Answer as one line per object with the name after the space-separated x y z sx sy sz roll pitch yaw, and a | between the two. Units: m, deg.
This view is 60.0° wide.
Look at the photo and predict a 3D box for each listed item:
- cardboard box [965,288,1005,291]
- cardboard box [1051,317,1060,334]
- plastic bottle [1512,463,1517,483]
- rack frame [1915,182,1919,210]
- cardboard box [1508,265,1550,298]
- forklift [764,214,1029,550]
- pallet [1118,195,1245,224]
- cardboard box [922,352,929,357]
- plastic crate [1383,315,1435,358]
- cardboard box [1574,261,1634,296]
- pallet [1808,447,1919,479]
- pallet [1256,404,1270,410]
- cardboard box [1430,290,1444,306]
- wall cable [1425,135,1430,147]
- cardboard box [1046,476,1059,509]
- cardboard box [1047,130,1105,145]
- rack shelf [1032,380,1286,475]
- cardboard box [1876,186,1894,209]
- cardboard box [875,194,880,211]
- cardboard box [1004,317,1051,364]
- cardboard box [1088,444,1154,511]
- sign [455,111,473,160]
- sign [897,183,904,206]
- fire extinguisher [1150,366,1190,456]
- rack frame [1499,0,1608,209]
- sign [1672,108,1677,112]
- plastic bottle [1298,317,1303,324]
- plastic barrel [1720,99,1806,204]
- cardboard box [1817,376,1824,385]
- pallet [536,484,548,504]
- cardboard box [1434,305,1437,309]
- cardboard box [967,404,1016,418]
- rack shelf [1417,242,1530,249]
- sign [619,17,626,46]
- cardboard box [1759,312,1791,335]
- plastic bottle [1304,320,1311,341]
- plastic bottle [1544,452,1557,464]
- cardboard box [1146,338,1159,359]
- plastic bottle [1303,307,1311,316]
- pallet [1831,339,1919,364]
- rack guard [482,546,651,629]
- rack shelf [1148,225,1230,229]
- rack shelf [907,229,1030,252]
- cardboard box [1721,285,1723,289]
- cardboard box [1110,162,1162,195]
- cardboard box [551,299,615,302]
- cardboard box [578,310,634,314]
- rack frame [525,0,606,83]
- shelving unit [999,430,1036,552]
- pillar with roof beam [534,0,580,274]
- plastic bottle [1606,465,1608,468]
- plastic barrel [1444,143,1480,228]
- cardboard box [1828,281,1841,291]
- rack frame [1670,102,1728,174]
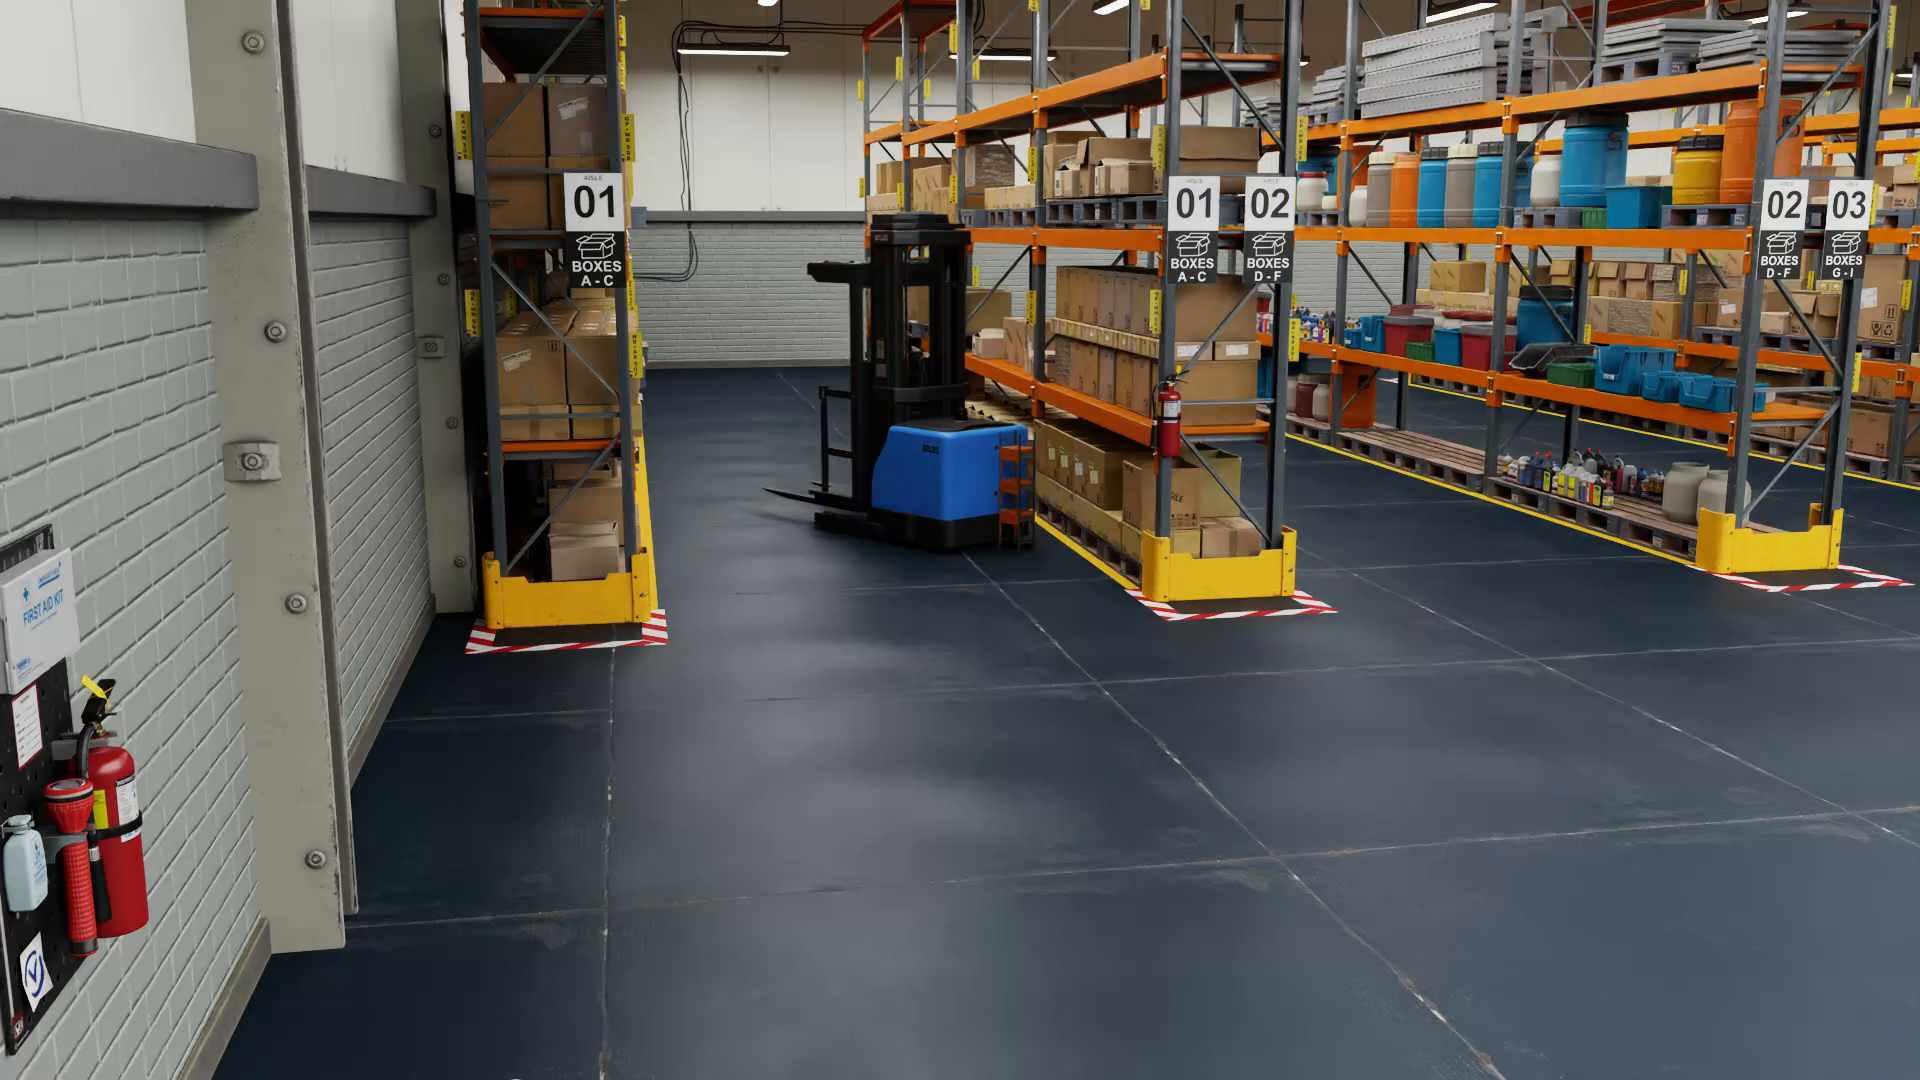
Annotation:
0.235 -3.063 21.931 0.700 0.500 0.500 0 11 0 | cardboard box
1.099 -2.099 16.256 0.380 0.149 0.250 -2 11 -11 | cardboard box
5.768 -0.697 17.198 0.097 0.201 0.097 0 11 0 | plastic bottle
10.955 -5.095 17.950 1.000 3.000 0.127 -2 11 -11 | rack frame
9.047 -4.130 26.528 0.500 0.500 0.500 -2 11 -9 | cardboard box
-0.728 -1.569 15.656 1.130 2.935 3.031 -9 14 -41 | forklift
1.903 -2.615 13.181 1.003 0.211 1.213 -2 11 -11 | pallet
-0.750 -2.886 27.901 0.500 0.500 0.500 -2 11 -11 | cardboard box
5.333 -2.425 19.797 0.402 0.464 0.583 -2 11 -11 | plastic crate
9.653 -3.914 24.839 0.797 0.503 0.637 -2 11 -10 | cardboard box
10.802 -0.920 19.522 1.003 0.211 1.213 -2 11 -11 | pallet
4.650 -1.922 24.783 1.003 0.211 1.213 -2 11 -11 | pallet
8.557 -4.228 29.047 0.500 0.250 0.500 -2 11 -12 | cardboard box
10.902 -10.038 35.320 2.277 5.999 0.120 -2 11 -11 | wall cable
1.122 -0.456 15.852 0.500 0.250 0.500 -2 11 -11 | cardboard box
1.156 -3.877 16.848 0.500 0.500 0.500 -2 11 -10 | cardboard box
1.626 -1.068 14.762 1.077 0.370 4.000 -2 11 -11 | rack shelf
10.674 -3.930 19.091 0.396 0.266 0.258 -2 11 -9 | cardboard box
-1.059 -5.347 26.363 0.500 0.250 0.500 -2 11 -11 | cardboard box
0.801 -2.264 18.853 0.500 0.500 0.500 -3 11 -14 | cardboard box
1.410 -0.549 14.336 0.500 0.500 0.500 -2 11 -11 | cardboard box
-3.392 -2.766 11.367 0.100 0.325 0.005 -2 11 -11 | sign
-0.850 -4.962 23.891 0.100 0.325 0.005 -2 11 -11 | sign
1.582 -0.978 12.572 0.296 0.674 0.183 -2 11 -11 | fire extinguisher
6.096 -4.915 17.004 1.000 3.000 0.127 -2 11 -11 | rack frame
12.974 -7.935 30.165 0.100 0.325 0.005 -2 11 -11 | sign
4.704 -2.951 23.045 0.061 0.283 0.133 -2 11 -11 | plastic bottle
6.655 -3.209 13.794 0.600 0.830 0.708 -2 11 -11 | plastic barrel
14.528 -2.661 27.710 0.380 0.149 0.250 -3 11 -13 | cardboard box
-3.774 -0.380 16.682 1.003 0.211 1.213 -2 11 -11 | pallet
8.468 -4.054 29.199 0.380 0.149 0.250 -2 11 -12 | cardboard box
0.383 -1.450 19.576 0.500 0.311 0.500 -2 11 -12 | cardboard box
9.010 -5.102 27.934 1.077 0.370 4.000 -2 11 -11 | rack shelf
-3.869 -5.807 18.984 0.100 0.325 0.005 -2 11 -11 | sign
10.277 -2.698 20.681 0.500 0.250 0.500 -2 11 -13 | cardboard box
4.696 -2.832 22.452 0.097 0.271 0.097 0 11 0 | plastic bottle
5.988 -0.724 16.942 0.144 0.351 0.185 -2 11 -11 | plastic bottle
1.701 -1.533 13.281 0.380 0.149 0.250 -2 11 -10 | cardboard box
5.076 -3.220 24.277 0.144 0.351 0.185 -2 11 -11 | plastic bottle
10.949 -2.199 19.293 1.003 0.211 1.213 -2 11 -11 | pallet
-2.858 0.340 12.124 1.175 0.500 0.348 -2 11 -11 | rack guard
4.152 -4.922 26.987 1.077 0.370 4.000 -2 11 -11 | rack shelf
0.070 -4.009 22.190 1.077 0.370 4.000 -2 11 -11 | rack shelf
13.534 -4.426 29.417 0.500 0.500 0.500 -2 11 -10 | cardboard box
1.532 -2.931 13.508 0.500 0.250 0.500 -2 11 -11 | cardboard box
-4.163 -2.419 18.491 0.700 0.500 0.500 -3 11 -16 | cardboard box
-3.226 -1.836 15.217 0.500 0.500 0.500 -2 11 -11 | cardboard box
-4.399 -5.288 18.965 1.000 3.000 0.127 -2 11 -11 | rack frame
0.508 -0.438 14.745 0.215 1.050 0.252 -9 14 -41 | shelving unit
-3.106 -7.375 29.933 9.100 9.000 0.548 -2 11 -11 | pillar with roof beam
6.614 -0.678 16.878 0.061 0.283 0.133 -1 11 -7 | plastic bottle
5.657 -3.893 18.316 0.600 0.901 0.600 0 11 0 | plastic barrel
13.970 -4.012 26.264 0.380 0.149 0.250 -2 11 -9 | cardboard box
13.506 -7.457 30.364 1.000 3.000 0.127 -2 11 -11 | rack frame
